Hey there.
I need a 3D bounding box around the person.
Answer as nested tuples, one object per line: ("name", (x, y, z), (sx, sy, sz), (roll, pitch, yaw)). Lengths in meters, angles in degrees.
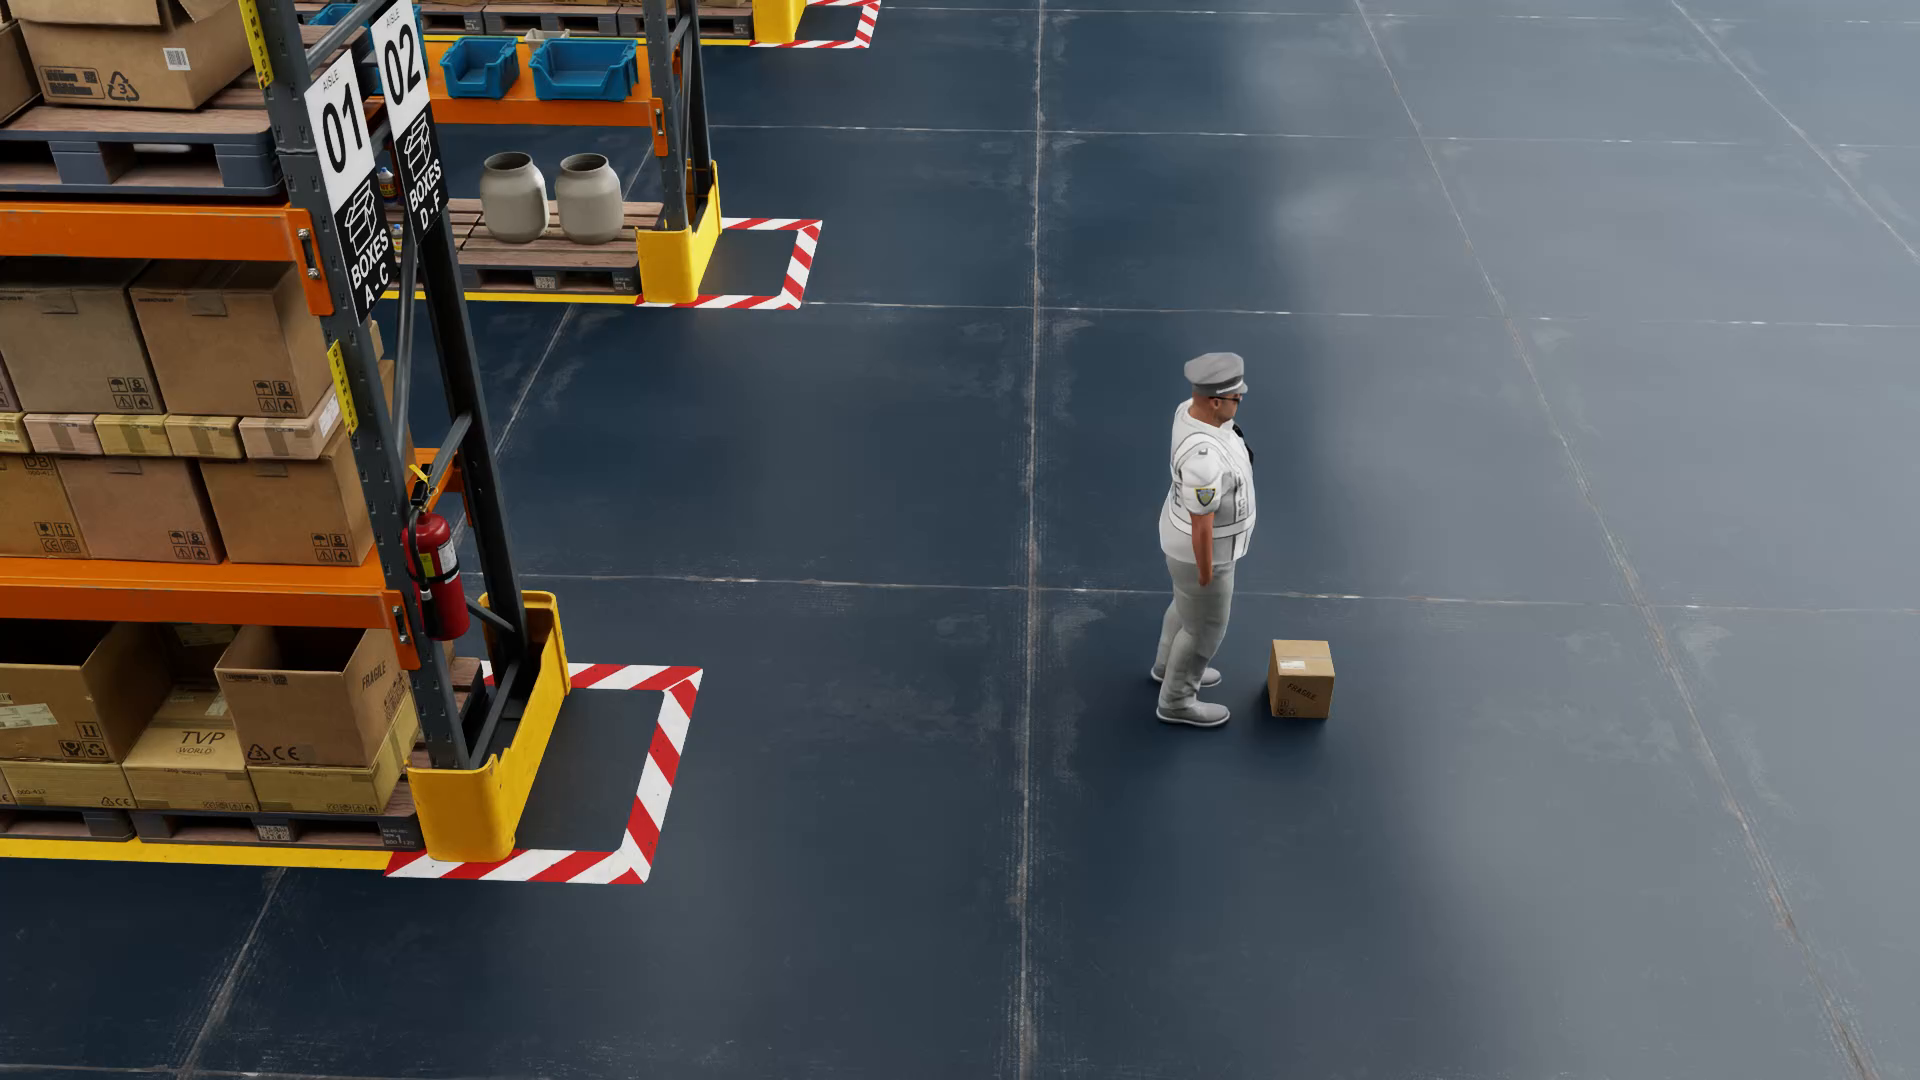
("person", (1.056, 0.006, 7.120), (0.377, 1.761, 0.528), (2, 36, 3))
